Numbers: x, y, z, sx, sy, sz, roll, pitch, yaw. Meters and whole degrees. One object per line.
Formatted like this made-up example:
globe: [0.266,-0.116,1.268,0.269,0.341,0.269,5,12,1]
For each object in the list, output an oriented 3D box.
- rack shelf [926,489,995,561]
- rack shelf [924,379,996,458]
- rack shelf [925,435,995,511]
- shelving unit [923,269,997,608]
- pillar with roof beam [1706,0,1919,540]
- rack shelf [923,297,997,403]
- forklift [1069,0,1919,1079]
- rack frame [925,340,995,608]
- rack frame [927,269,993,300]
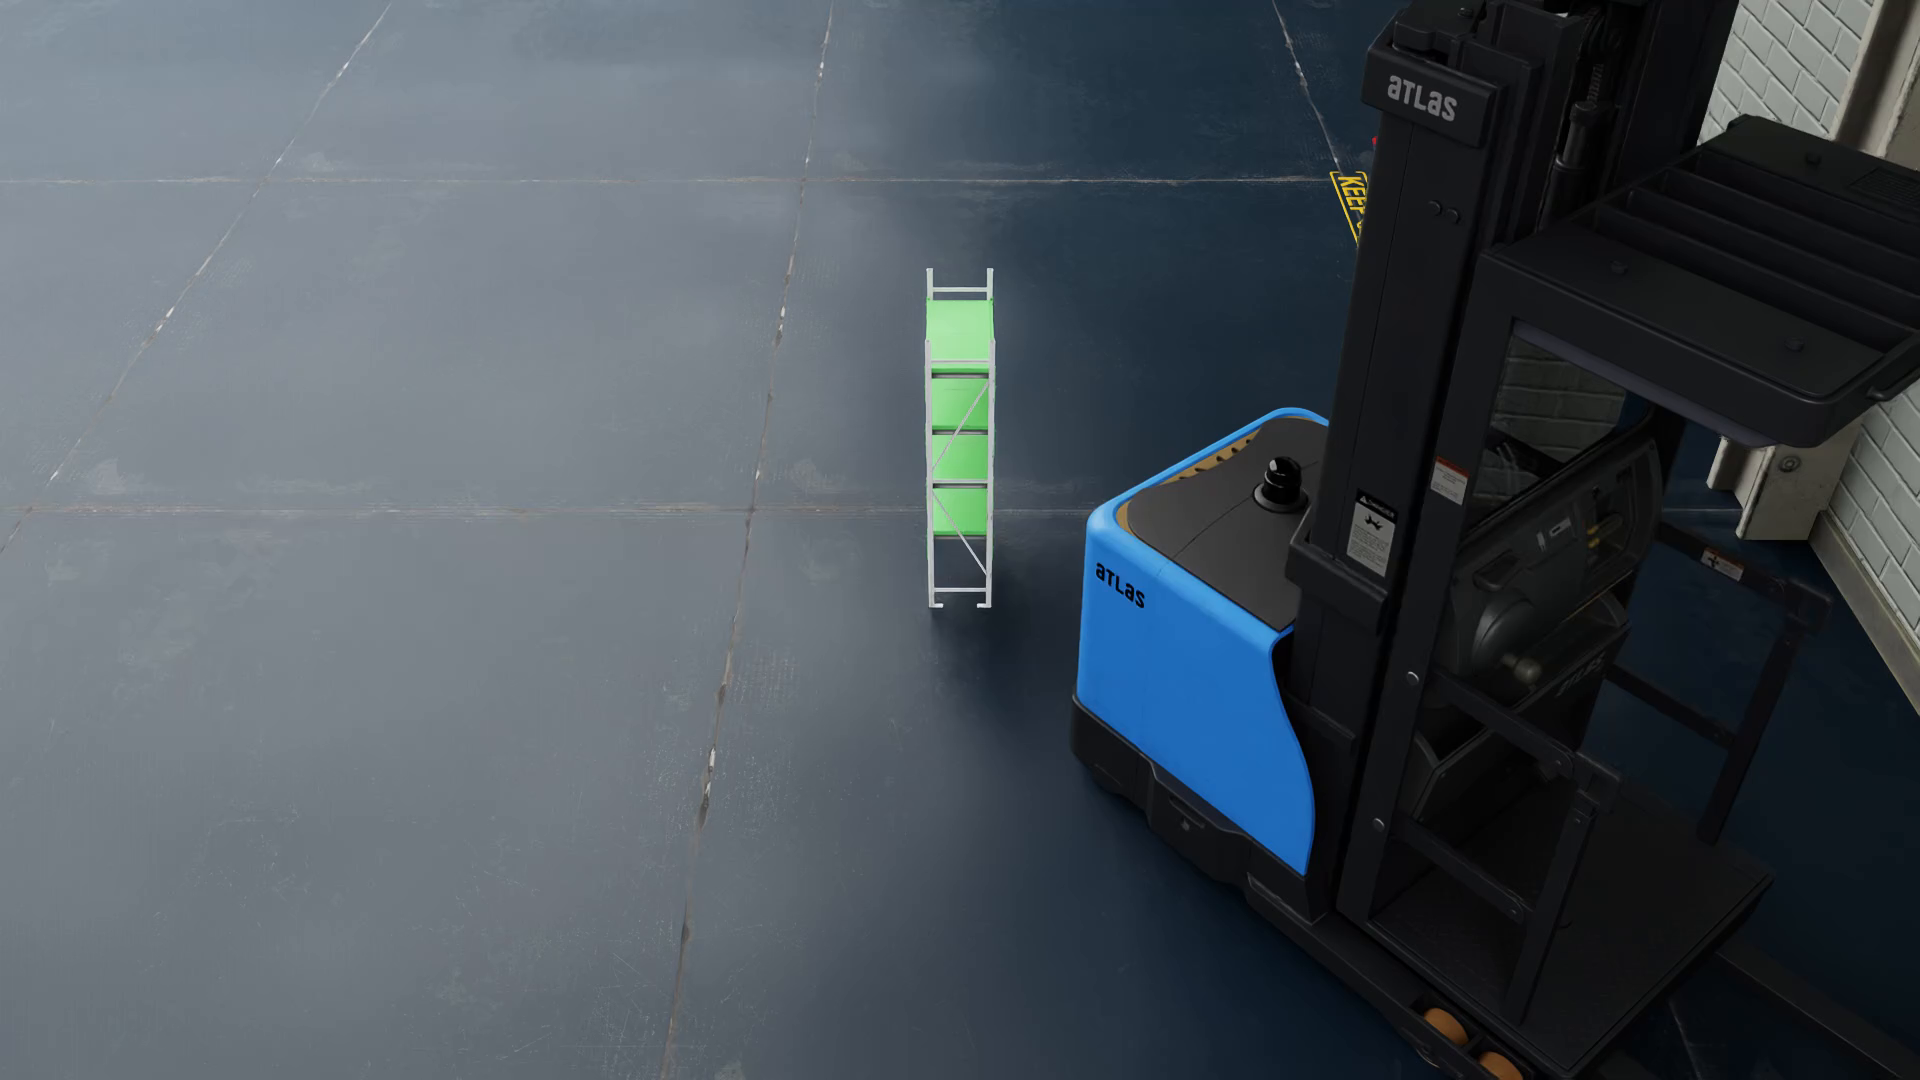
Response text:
rack shelf: [0.000,-0.128,6.436,0.258,0.148,0.480,0,39,0]
rack shelf: [0.000,-0.502,6.135,0.258,0.148,0.480,0,39,0]
rack shelf: [0.000,-0.315,6.286,0.258,0.148,0.480,0,39,0]
shelving unit: [0.000,-0.365,6.246,0.258,1.200,0.503,0,39,0]
pillar with roof beam: [-0.984,-3.634,4.089,9.100,9.000,0.400,0,39,0]
rack shelf: [0.000,-0.689,5.985,0.258,0.148,0.480,0,39,0]
forklift: [1.713,0.118,4.259,1.130,2.935,3.031,-28,46,-30]
rack frame: [0.000,-0.212,6.055,0.240,1.200,0.015,0,39,0]
rack frame: [0.000,-0.517,6.436,0.240,1.200,0.015,0,39,0]
